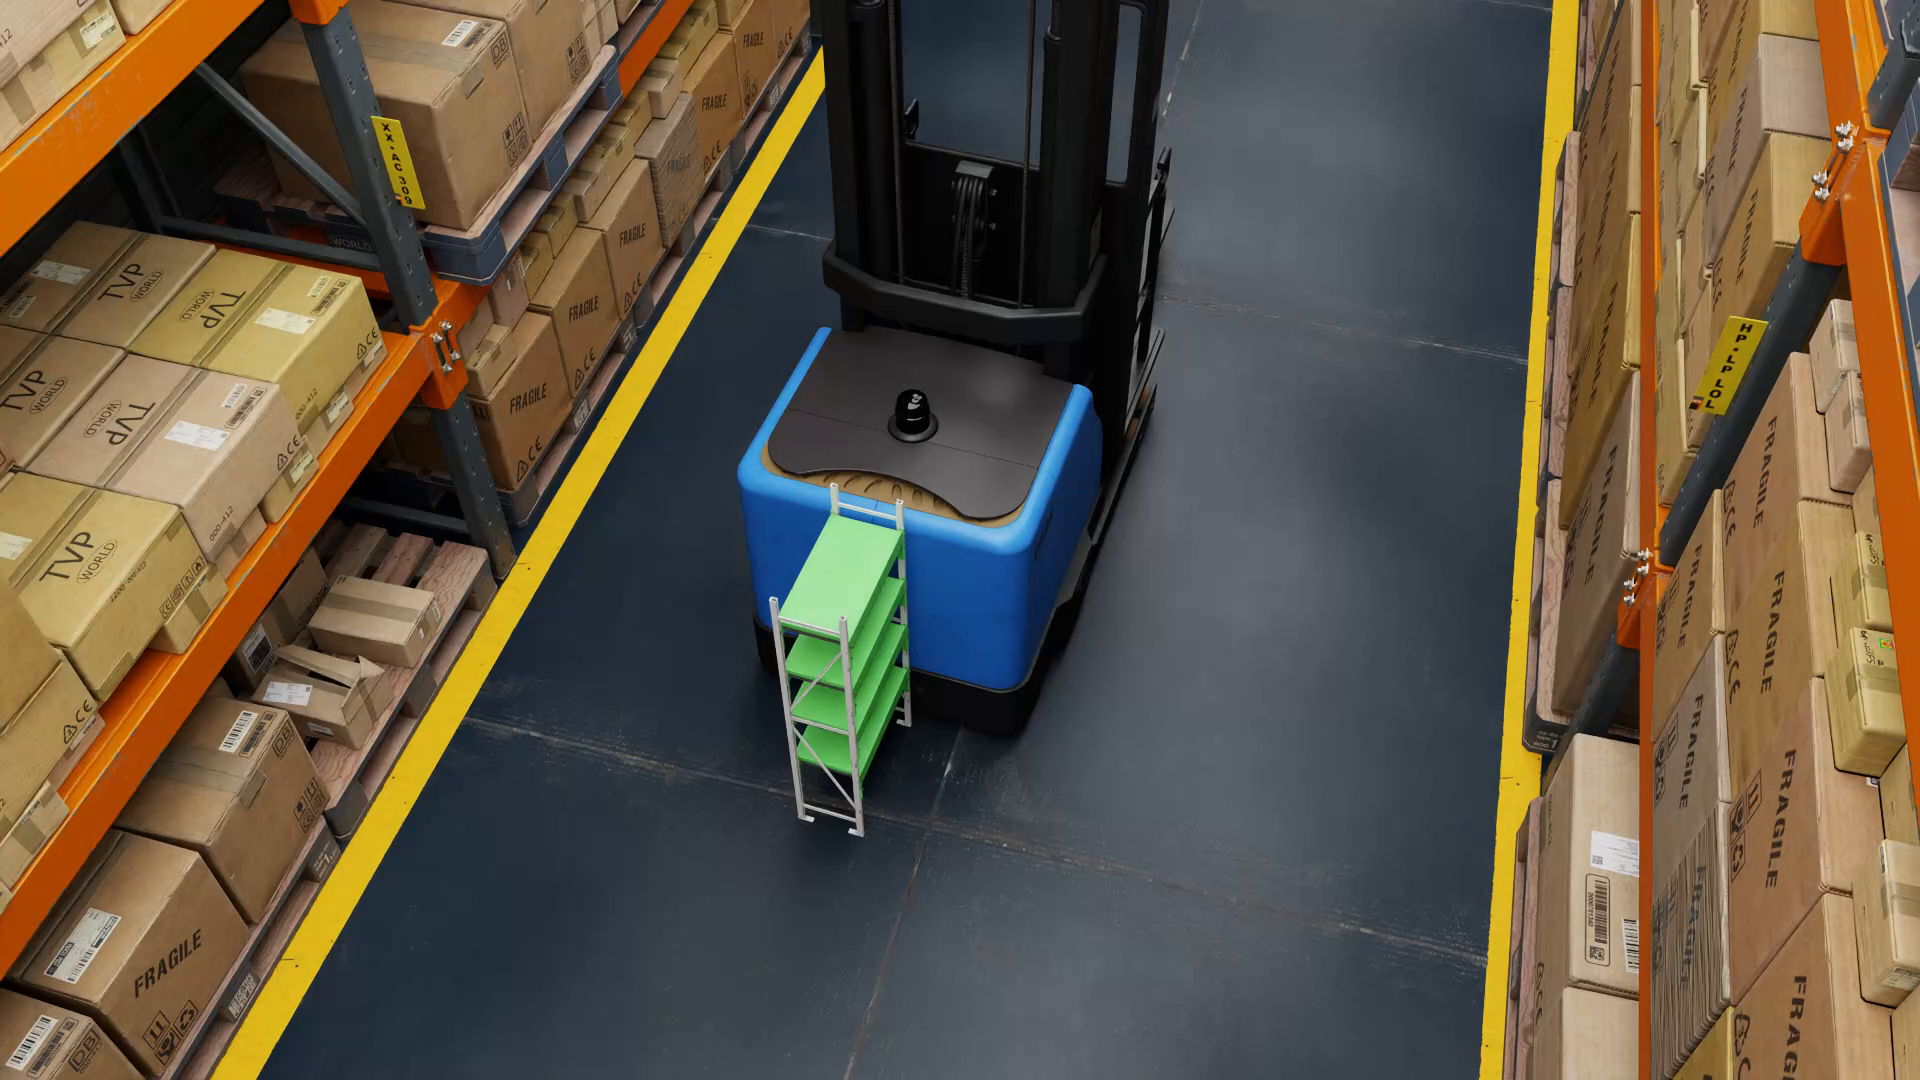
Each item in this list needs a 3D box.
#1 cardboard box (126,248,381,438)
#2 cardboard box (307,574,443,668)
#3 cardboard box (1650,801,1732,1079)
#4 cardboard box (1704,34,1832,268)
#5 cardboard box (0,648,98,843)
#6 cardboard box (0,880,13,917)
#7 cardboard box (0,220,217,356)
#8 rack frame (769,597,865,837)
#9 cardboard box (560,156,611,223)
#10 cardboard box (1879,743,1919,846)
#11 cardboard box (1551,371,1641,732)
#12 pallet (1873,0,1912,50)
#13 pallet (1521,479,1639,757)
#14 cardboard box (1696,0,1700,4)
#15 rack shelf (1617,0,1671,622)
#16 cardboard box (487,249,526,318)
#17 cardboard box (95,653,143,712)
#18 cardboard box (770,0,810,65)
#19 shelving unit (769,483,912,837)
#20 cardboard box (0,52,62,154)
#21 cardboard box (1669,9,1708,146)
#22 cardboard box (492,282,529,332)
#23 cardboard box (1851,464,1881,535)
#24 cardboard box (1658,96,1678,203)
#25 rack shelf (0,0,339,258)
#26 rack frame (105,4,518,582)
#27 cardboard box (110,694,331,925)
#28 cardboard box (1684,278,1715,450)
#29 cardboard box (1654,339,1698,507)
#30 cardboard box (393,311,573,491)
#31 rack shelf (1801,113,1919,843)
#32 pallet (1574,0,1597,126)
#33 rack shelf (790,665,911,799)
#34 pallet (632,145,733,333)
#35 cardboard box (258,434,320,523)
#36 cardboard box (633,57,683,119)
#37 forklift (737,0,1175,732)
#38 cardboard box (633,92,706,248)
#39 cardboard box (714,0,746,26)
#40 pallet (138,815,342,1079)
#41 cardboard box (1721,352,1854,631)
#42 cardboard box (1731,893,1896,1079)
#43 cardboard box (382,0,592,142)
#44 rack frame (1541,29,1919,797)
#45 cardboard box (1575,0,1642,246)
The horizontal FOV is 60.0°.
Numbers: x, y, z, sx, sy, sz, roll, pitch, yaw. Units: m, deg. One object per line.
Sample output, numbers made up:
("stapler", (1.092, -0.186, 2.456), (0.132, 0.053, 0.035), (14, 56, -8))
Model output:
("cardboard box", (-2.153, -0.605, 5.103), (0.500, 0.250, 0.500), (13, 50, 11))
("cardboard box", (-2.118, 0.293, 6.031), (0.380, 0.149, 0.250), (10, 49, 9))
("cardboard box", (1.886, 0.981, 3.736), (0.500, 0.500, 0.500), (12, 50, 10))
("cardboard box", (2.540, -1.108, 4.912), (0.500, 0.500, 0.500), (12, 50, 11))
("cardboard box", (-2.551, 0.491, 4.136), (0.500, 0.250, 0.500), (10, 49, 9))
("cardboard box", (-2.569, 0.898, 4.043), (0.380, 0.149, 0.250), (10, 49, 9))
("cardboard box", (-2.645, -0.716, 5.202), (0.500, 0.250, 0.500), (11, 50, 10))
("rack frame", (-0.448, 0.599, 5.340), (0.240, 1.200, 0.015), (14, 50, 12))
("cardboard box", (-1.687, -1.484, 6.932), (0.380, 0.149, 0.250), (11, 50, 10))
("cardboard box", (1.914, 0.537, 3.028), (0.380, 0.149, 0.250), (11, 50, 10))
("cardboard box", (2.621, 0.104, 5.713), (0.875, 0.875, 0.875), (13, 50, 11))
("pallet", (2.729, -1.598, 4.205), (0.805, 0.209, 1.217), (10, 49, 9))
("pallet", (2.666, 0.354, 6.215), (1.003, 0.211, 1.213), (12, 50, 10))
("cardboard box", (2.950, -2.212, 5.887), (0.500, 0.500, 0.500), (13, 50, 11))
("rack shelf", (3.062, -1.204, 6.211), (1.077, 0.370, 4.000), (12, 50, 10))
("cardboard box", (-1.881, -1.002, 6.308), (0.380, 0.149, 0.250), (9, 49, 8))
("cardboard box", (-2.498, 0.316, 4.557), (0.380, 0.149, 0.250), (12, 50, 11))
("cardboard box", (-1.105, -2.829, 8.552), (0.500, 0.500, 0.500), (13, 50, 11))
("shelving unit", (-0.370, 0.425, 5.493), (0.258, 1.200, 0.503), (14, 50, 12))
("cardboard box", (-2.279, -1.018, 3.733), (0.380, 0.149, 0.250), (11, 50, 10))
("cardboard box", (2.790, -1.591, 5.839), (0.500, 0.250, 0.500), (12, 50, 11))
("cardboard box", (-1.905, -0.921, 6.436), (0.380, 0.149, 0.250), (10, 49, 9))
("cardboard box", (2.123, -0.015, 3.515), (0.380, 0.149, 0.250), (11, 49, 10))
("cardboard box", (2.828, -1.424, 6.025), (0.500, 0.250, 0.500), (12, 50, 10))
("rack shelf", (-2.781, -0.280, 3.395), (1.077, 0.370, 4.000), (12, 50, 10))
("rack frame", (-2.254, -0.972, 5.526), (1.000, 3.000, 0.127), (12, 50, 10))
("cardboard box", (-2.519, 0.824, 5.328), (0.700, 0.500, 0.500), (10, 49, 9))
("cardboard box", (2.417, -0.478, 4.857), (0.500, 0.250, 0.500), (12, 50, 10))
("cardboard box", (2.410, -0.320, 5.051), (0.500, 0.250, 0.500), (10, 49, 9))
("cardboard box", (-1.910, -0.590, 6.576), (0.500, 0.500, 0.500), (14, 50, 12))
("rack shelf", (2.009, 0.697, 2.533), (1.077, 0.370, 4.000), (12, 50, 10))
("pallet", (3.795, -2.531, 8.762), (1.003, 0.211, 1.213), (12, 50, 10))
("rack shelf", (-0.370, 0.626, 5.721), (0.258, 0.148, 0.480), (14, 50, 12))
("pallet", (-1.757, -1.531, 7.879), (1.003, 0.211, 1.213), (12, 50, 10))
("cardboard box", (-2.187, -0.223, 5.033), (0.380, 0.149, 0.250), (13, 50, 11))
("cardboard box", (-1.463, -2.031, 7.415), (0.380, 0.149, 0.250), (9, 49, 8))
("forklift", (0.198, -1.413, 5.961), (1.130, 2.935, 3.031), (14, 50, 12))
("cardboard box", (-1.501, -1.711, 7.565), (0.500, 0.500, 0.500), (10, 49, 9))
("cardboard box", (-1.241, -2.600, 7.917), (0.380, 0.149, 0.250), (10, 49, 9))
("pallet", (-2.755, 1.332, 5.352), (1.003, 0.211, 1.213), (12, 50, 10))
("cardboard box", (2.176, -0.063, 3.990), (0.500, 0.500, 0.500), (12, 50, 10))
("cardboard box", (1.757, 1.034, 3.022), (0.500, 0.500, 0.500), (11, 50, 10))
("cardboard box", (-1.775, -1.825, 5.932), (0.700, 0.500, 0.500), (12, 50, 10))
("rack frame", (2.535, 0.005, 4.664), (1.000, 3.000, 0.127), (12, 50, 10))
("cardboard box", (3.326, -1.841, 7.430), (0.875, 0.875, 0.875), (11, 50, 10))
